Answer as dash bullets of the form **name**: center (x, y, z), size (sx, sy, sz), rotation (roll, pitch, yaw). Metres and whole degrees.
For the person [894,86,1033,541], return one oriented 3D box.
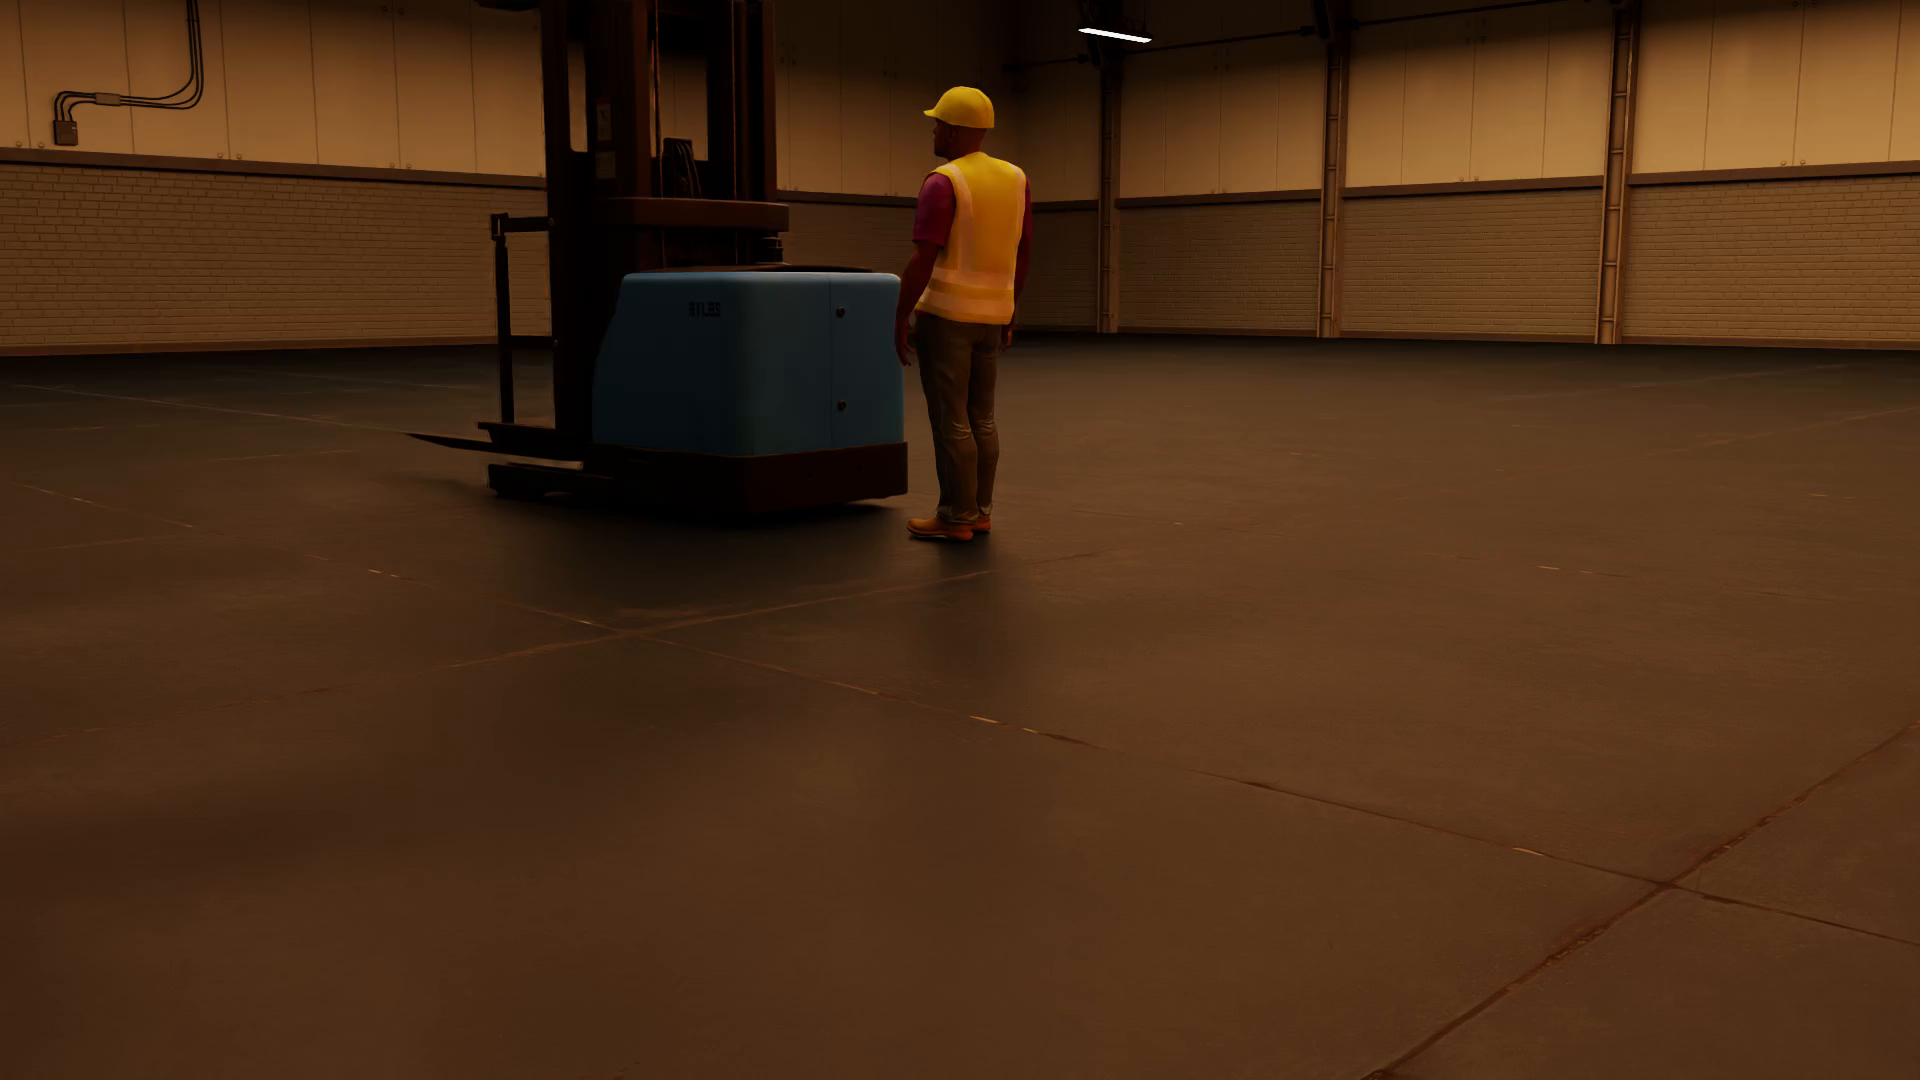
- **person**: center (-0.047, -0.888, 6.636), size (0.575, 1.768, 0.666), rotation (8, 12, 43)

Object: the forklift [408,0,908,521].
- **forklift**: center (-1.668, -1.691, 8.106), size (3.031, 2.935, 1.130), rotation (8, 12, 42)
